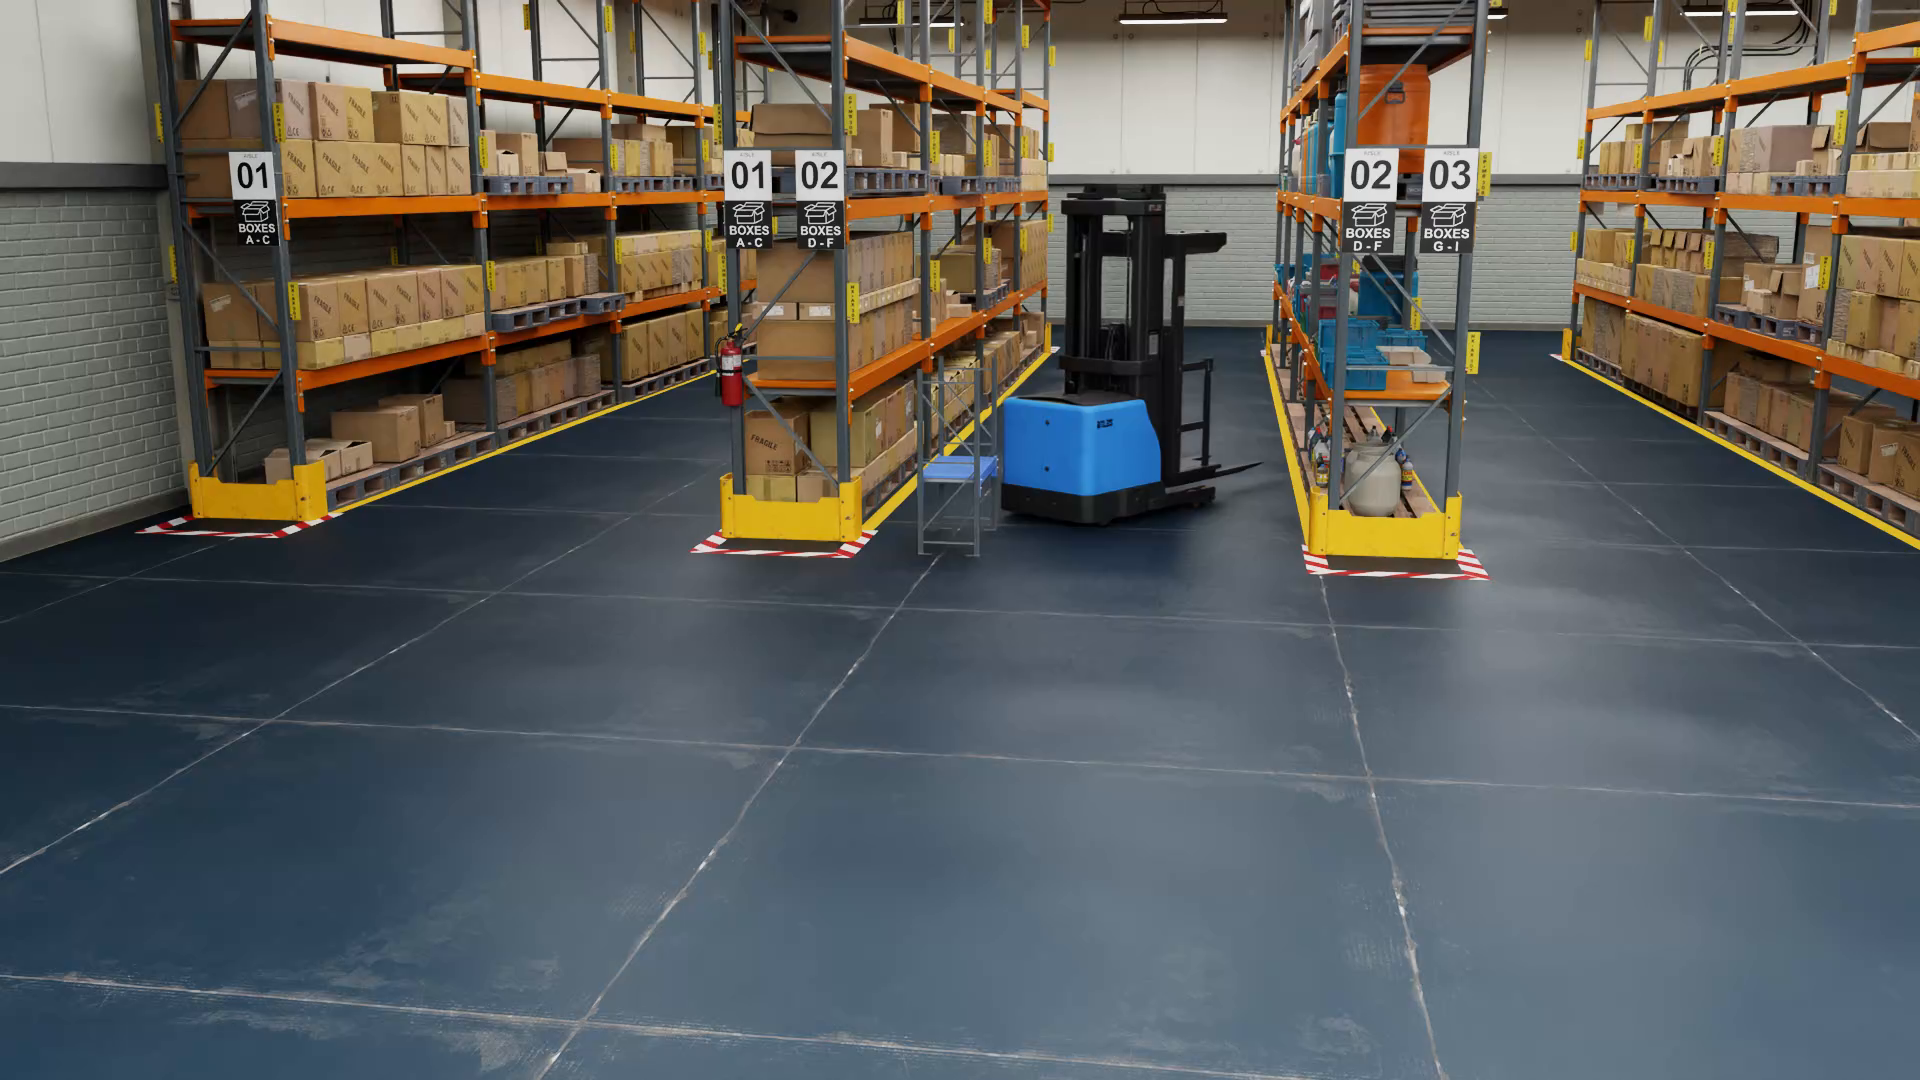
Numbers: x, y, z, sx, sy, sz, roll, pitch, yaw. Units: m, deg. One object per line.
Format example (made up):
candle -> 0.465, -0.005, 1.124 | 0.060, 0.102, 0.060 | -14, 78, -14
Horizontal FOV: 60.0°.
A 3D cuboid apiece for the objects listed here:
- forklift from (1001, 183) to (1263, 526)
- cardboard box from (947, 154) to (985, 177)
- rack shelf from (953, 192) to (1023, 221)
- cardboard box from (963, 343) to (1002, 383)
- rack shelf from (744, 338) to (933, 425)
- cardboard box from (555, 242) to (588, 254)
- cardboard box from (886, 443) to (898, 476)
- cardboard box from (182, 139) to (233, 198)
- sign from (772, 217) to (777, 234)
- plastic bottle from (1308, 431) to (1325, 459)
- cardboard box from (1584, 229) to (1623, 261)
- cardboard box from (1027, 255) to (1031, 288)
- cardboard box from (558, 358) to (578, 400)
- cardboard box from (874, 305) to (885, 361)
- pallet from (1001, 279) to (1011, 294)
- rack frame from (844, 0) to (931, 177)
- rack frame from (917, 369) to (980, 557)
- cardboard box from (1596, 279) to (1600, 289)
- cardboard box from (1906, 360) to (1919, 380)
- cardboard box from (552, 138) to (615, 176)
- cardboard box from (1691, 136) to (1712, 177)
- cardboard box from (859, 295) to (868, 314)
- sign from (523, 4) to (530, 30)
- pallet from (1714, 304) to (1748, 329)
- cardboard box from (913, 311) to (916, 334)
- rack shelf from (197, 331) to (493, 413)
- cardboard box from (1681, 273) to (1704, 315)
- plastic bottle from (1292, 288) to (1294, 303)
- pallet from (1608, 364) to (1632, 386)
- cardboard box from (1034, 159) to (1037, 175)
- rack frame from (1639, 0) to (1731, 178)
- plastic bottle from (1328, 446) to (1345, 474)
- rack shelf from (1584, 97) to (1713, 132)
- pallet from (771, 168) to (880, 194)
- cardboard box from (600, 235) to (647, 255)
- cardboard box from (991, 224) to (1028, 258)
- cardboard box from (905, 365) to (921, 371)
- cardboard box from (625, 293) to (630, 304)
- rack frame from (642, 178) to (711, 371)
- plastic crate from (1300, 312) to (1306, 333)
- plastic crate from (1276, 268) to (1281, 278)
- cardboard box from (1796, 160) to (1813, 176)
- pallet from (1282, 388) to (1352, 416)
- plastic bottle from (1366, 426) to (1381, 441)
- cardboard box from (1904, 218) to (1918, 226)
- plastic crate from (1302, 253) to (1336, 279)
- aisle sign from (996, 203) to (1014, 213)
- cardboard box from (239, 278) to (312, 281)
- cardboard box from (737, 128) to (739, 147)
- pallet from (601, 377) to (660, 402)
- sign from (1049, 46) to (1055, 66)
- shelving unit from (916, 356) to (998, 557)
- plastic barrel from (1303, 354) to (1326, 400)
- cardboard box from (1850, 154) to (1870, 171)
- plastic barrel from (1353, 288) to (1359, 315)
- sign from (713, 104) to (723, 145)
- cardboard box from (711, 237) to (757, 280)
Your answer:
forklift -> 1.741, -1.803, 15.404 | 1.130, 2.935, 3.031 | 11, 16, 42
cardboard box -> -0.164, -4.782, 21.704 | 0.910, 0.500, 0.500 | 2, 12, 9
rack shelf -> 0.110, -4.706, 23.296 | 1.077, 0.370, 4.000 | 2, 12, 9
cardboard box -> 0.312, -2.467, 23.208 | 0.500, 0.500, 0.500 | 2, 12, 8
rack shelf -> -1.120, -1.574, 15.885 | 1.077, 0.370, 4.000 | 2, 12, 9
cardboard box -> -5.116, -3.843, 21.883 | 0.380, 0.149, 0.250 | 0, 12, 1
cardboard box -> -0.893, -0.787, 16.056 | 0.500, 0.250, 0.500 | 2, 12, 9
cardboard box -> -6.509, -3.289, 14.731 | 0.500, 0.500, 0.500 | 3, 12, 13
sign -> -3.328, -5.661, 29.831 | 0.100, 0.325, 0.005 | 2, 12, 9
plastic bottle -> 3.576, -0.944, 16.675 | 0.152, 0.276, 0.135 | 2, 12, 11
cardboard box -> 10.403, -4.762, 26.838 | 0.500, 0.500, 0.500 | 2, 12, 7
cardboard box -> 0.841, -4.260, 26.404 | 0.500, 0.500, 0.500 | 2, 12, 10
cardboard box -> -5.346, -2.073, 21.379 | 0.700, 0.500, 0.500 | 2, 12, 9
cardboard box -> -1.108, -1.977, 15.811 | 0.700, 0.500, 0.500 | 2, 12, 10
pallet -> 0.187, -3.751, 24.733 | 1.003, 0.211, 1.213 | 2, 12, 9
rack frame -> -0.813, -5.275, 17.109 | 1.000, 3.000, 0.127 | 2, 12, 9
rack frame -> -0.091, -0.610, 13.262 | 0.500, 1.500, 0.032 | 2, 12, 9
cardboard box -> 10.205, -4.012, 26.086 | 0.380, 0.149, 0.250 | 2, 12, 7
cardboard box -> 8.327, -1.446, 14.182 | 0.380, 0.149, 0.250 | 2, 12, 9
cardboard box -> -5.076, -5.166, 22.441 | 0.700, 0.500, 0.500 | 1, 12, 4
cardboard box -> 9.659, -4.885, 21.188 | 0.500, 0.500, 0.500 | 3, 12, 12
cardboard box -> -1.036, -2.109, 14.884 | 0.380, 0.149, 0.250 | 2, 12, 8
sign -> -5.642, -6.818, 21.678 | 0.100, 0.325, 0.005 | 2, 12, 9
pallet -> 9.586, -2.607, 19.427 | 1.213, 0.211, 1.003 | 2, 12, 9
cardboard box -> -0.780, -2.373, 18.239 | 0.500, 0.250, 0.500 | 3, 12, 12
rack shelf -> -6.016, -1.734, 16.626 | 1.077, 0.370, 4.000 | 2, 12, 9
cardboard box -> 9.504, -3.116, 21.096 | 0.500, 0.500, 0.500 | 2, 12, 8
plastic bottle -> 4.513, -3.292, 22.427 | 0.061, 0.283, 0.133 | 2, 12, 9
pallet -> 10.400, -2.478, 24.992 | 1.003, 0.211, 1.213 | 2, 12, 9
cardboard box -> 0.978, -6.050, 26.995 | 0.500, 0.250, 0.500 | 2, 12, 9
rack frame -> 10.206, -6.618, 23.343 | 1.000, 3.000, 0.127 | 2, 12, 9
plastic bottle -> 3.603, -0.782, 15.925 | 0.152, 0.276, 0.135 | 2, 12, 9
rack shelf -> 10.513, -6.487, 25.393 | 1.077, 0.370, 4.000 | 2, 12, 9
pallet -> -1.293, -3.079, 14.249 | 1.003, 0.211, 1.213 | 2, 12, 9
cardboard box -> -4.686, -4.103, 23.142 | 0.500, 0.250, 0.500 | 2, 12, 8
cardboard box -> 0.768, -4.634, 25.765 | 0.500, 0.500, 0.500 | 2, 12, 10
cardboard box -> -0.721, -1.995, 20.328 | 0.500, 0.311, 0.500 | 2, 12, 7
cardboard box -> -4.766, -3.335, 22.895 | 0.380, 0.149, 0.250 | 2, 12, 9
rack frame -> -4.478, -4.167, 26.209 | 1.000, 3.000, 0.127 | 2, 12, 9
plastic crate -> 4.070, -2.449, 18.739 | 0.450, 0.188, 0.662 | 2, 12, 9
plastic crate -> 5.361, -4.311, 27.134 | 0.416, 0.233, 0.300 | 2, 12, 9
cardboard box -> 9.165, -3.971, 17.738 | 0.380, 0.166, 0.250 | 2, 12, 7
pallet -> 4.776, -1.816, 21.918 | 1.003, 0.211, 1.213 | 2, 12, 9
plastic bottle -> 4.124, -0.962, 16.581 | 0.144, 0.351, 0.185 | 2, 12, 9
cardboard box -> 15.375, -4.935, 26.455 | 0.500, 0.500, 0.500 | 2, 12, 8
plastic crate -> 6.060, -4.650, 28.222 | 0.616, 0.435, 0.499 | 2, 12, 9
aisle sign -> 0.753, -6.135, 29.168 | 0.394, 0.787, 0.004 | 2, 12, 9
cardboard box -> -6.374, -2.182, 15.525 | 0.500, 0.500, 0.500 | 2, 12, 9
cardboard box -> -3.947, -6.530, 27.397 | 0.500, 0.500, 0.500 | 2, 12, 9
pallet -> -4.897, -2.133, 23.390 | 1.003, 0.211, 1.213 | 2, 12, 9
sign -> 1.578, -8.285, 28.482 | 0.100, 0.325, 0.005 | 2, 12, 9
shelving unit -> -0.013, -0.715, 13.753 | 0.538, 1.500, 1.048 | 2, 12, 9
plastic barrel -> 4.755, -2.260, 21.516 | 0.600, 0.830, 0.708 | 2, 12, 9
cardboard box -> 8.621, -3.551, 15.638 | 0.380, 0.149, 0.250 | 2, 12, 7
plastic barrel -> 4.445, -2.439, 17.869 | 0.433, 0.535, 0.433 | 0, 12, 0
sign -> -1.962, -3.390, 13.571 | 0.100, 0.325, 0.005 | 2, 12, 9
cardboard box -> -4.032, -4.888, 28.843 | 0.980, 0.700, 0.700 | 2, 12, 8
